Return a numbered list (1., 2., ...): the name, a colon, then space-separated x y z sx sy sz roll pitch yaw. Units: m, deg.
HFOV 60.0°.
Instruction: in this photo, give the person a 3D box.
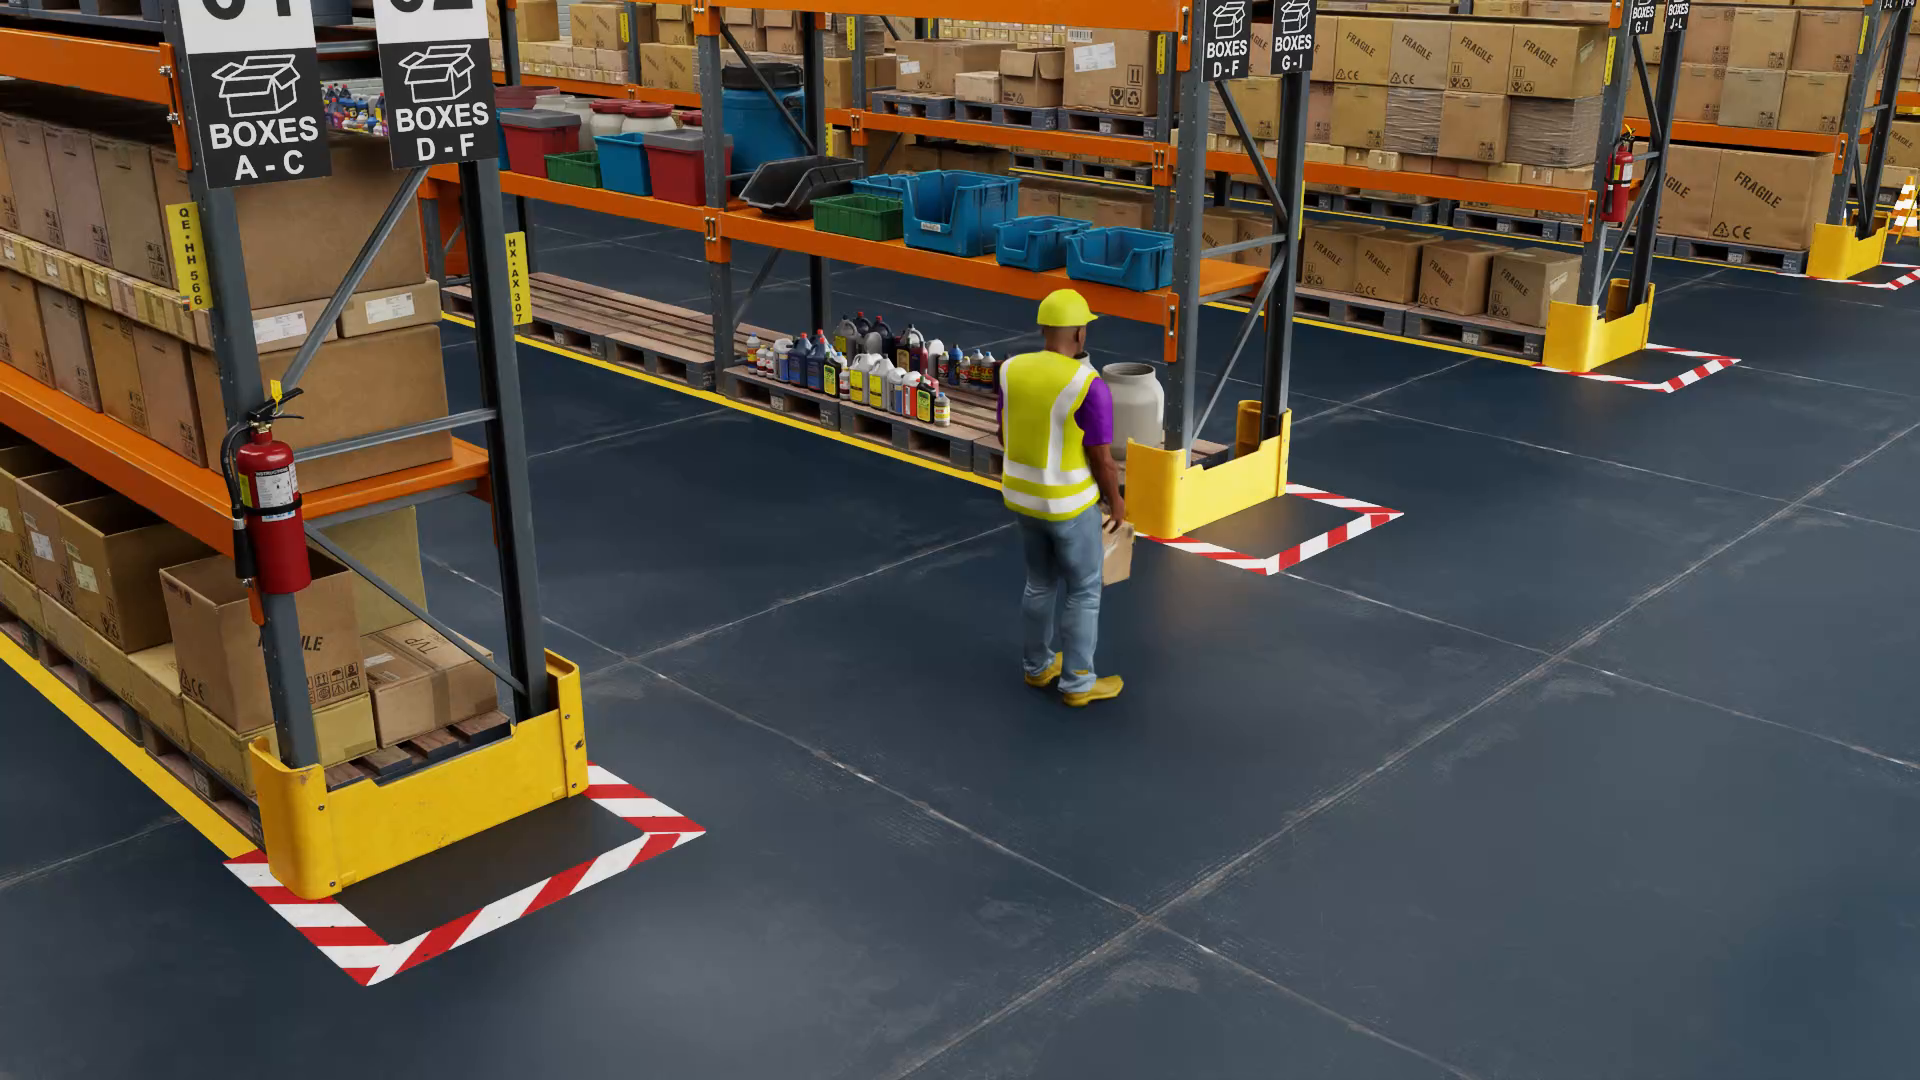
1. person: 0.419 -0.179 7.026 0.586 1.766 0.457 18 27 40
